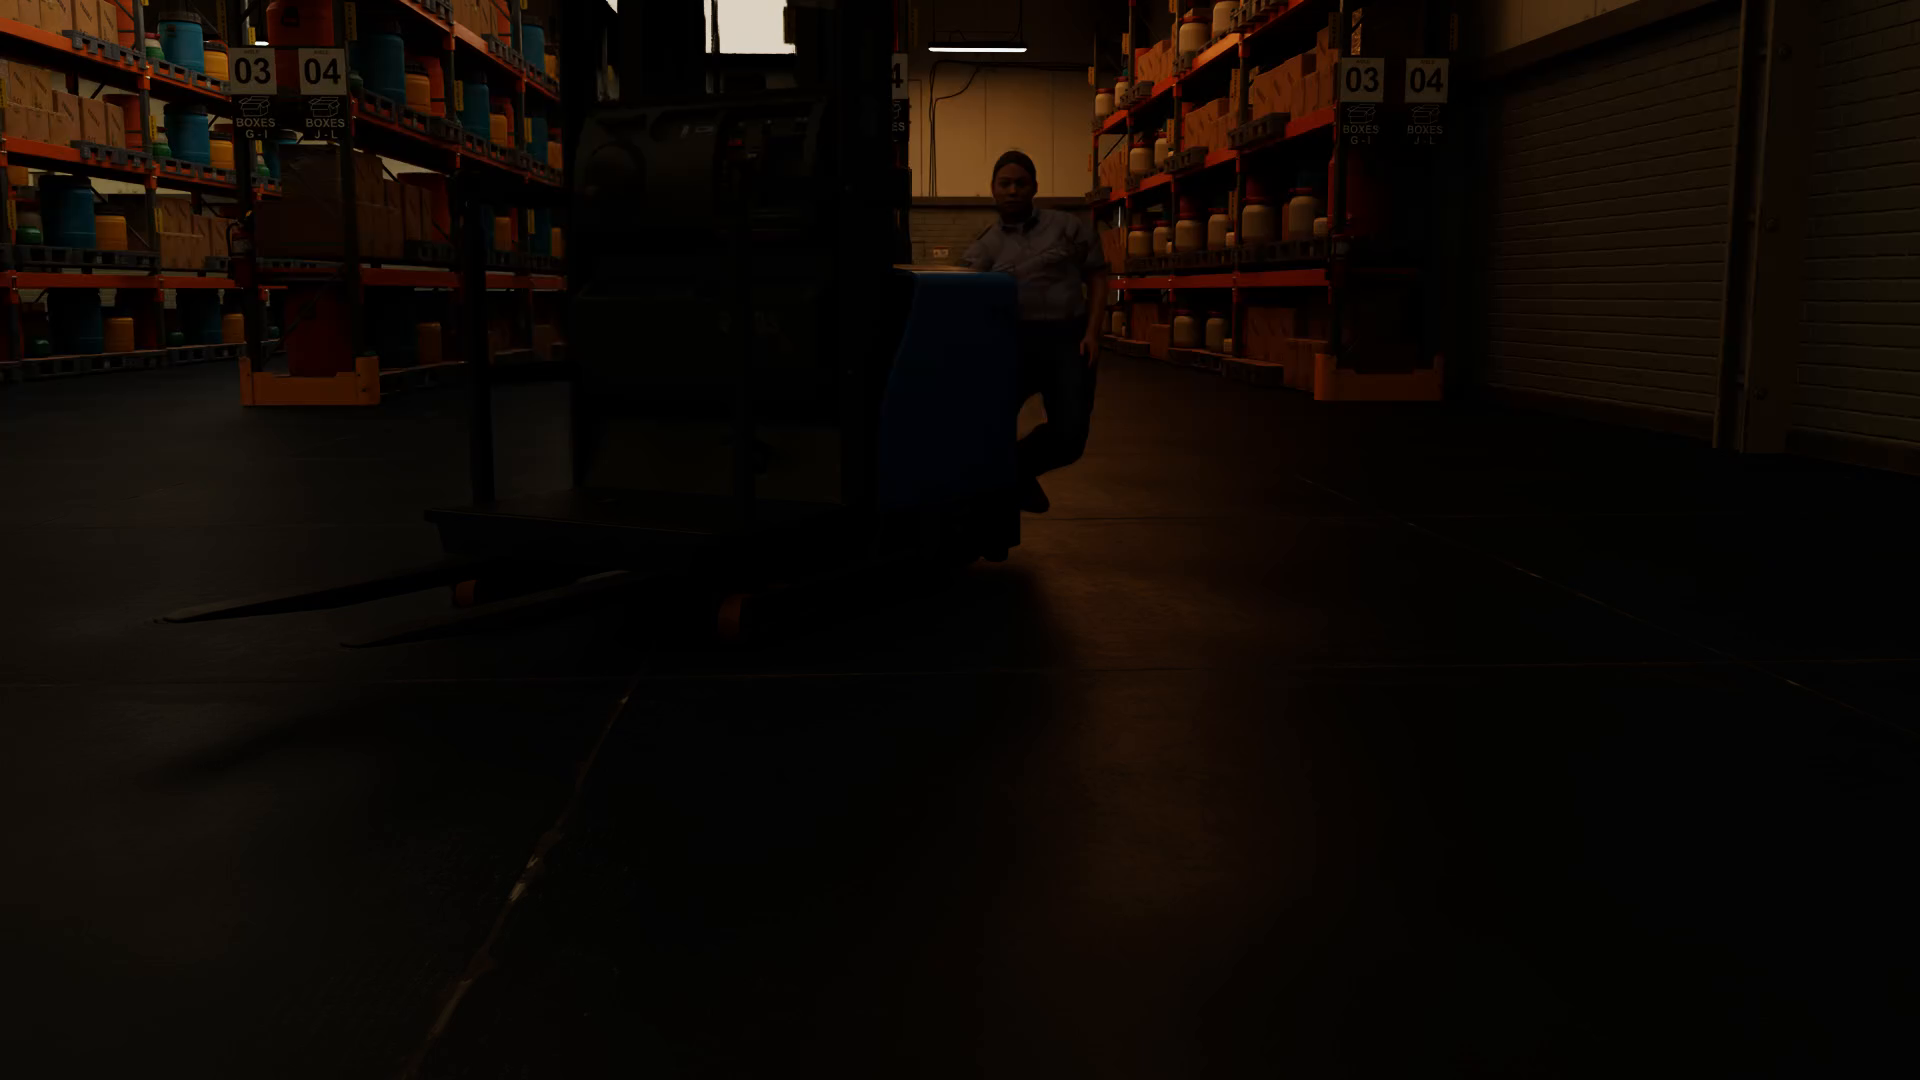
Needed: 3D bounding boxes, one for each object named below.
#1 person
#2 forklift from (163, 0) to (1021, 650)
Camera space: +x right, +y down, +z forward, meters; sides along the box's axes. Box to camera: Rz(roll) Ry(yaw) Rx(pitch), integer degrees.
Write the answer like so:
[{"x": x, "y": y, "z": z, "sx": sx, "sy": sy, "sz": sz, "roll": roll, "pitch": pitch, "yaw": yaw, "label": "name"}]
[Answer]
[{"x": 0.149, "y": -0.681, "z": 6.194, "sx": 0.741, "sy": 1.536, "sz": 0.661, "roll": 2, "pitch": 9, "yaw": 13, "label": "person"}, {"x": -0.917, "y": -1.212, "z": 4.996, "sx": 1.130, "sy": 2.935, "sz": 3.031, "roll": 5, "pitch": 10, "yaw": 28, "label": "forklift"}]
